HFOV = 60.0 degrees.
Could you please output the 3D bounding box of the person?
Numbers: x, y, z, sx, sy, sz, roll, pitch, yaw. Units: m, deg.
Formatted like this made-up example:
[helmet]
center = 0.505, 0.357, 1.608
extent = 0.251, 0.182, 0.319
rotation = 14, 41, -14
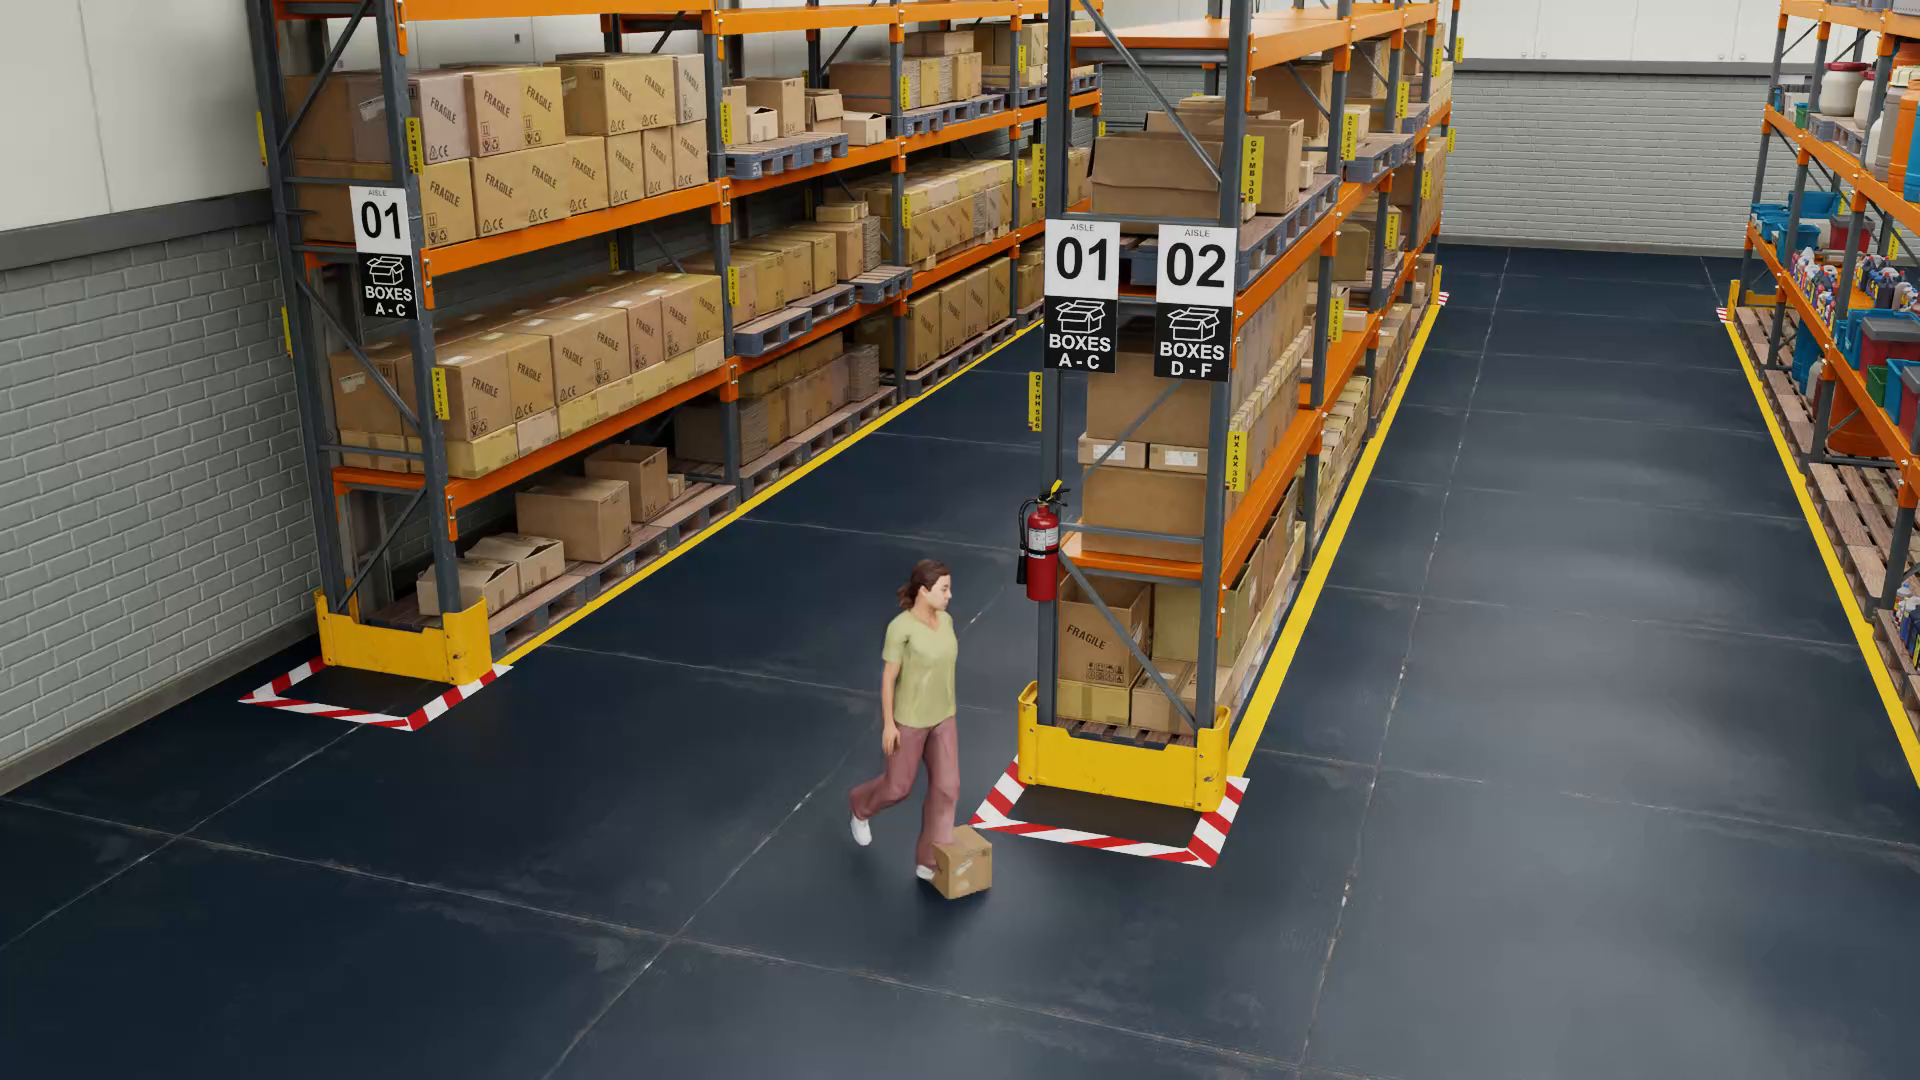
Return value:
[person]
center = -0.226, 0.890, 8.427
extent = 0.502, 1.630, 0.839
rotation = -14, 23, -36
